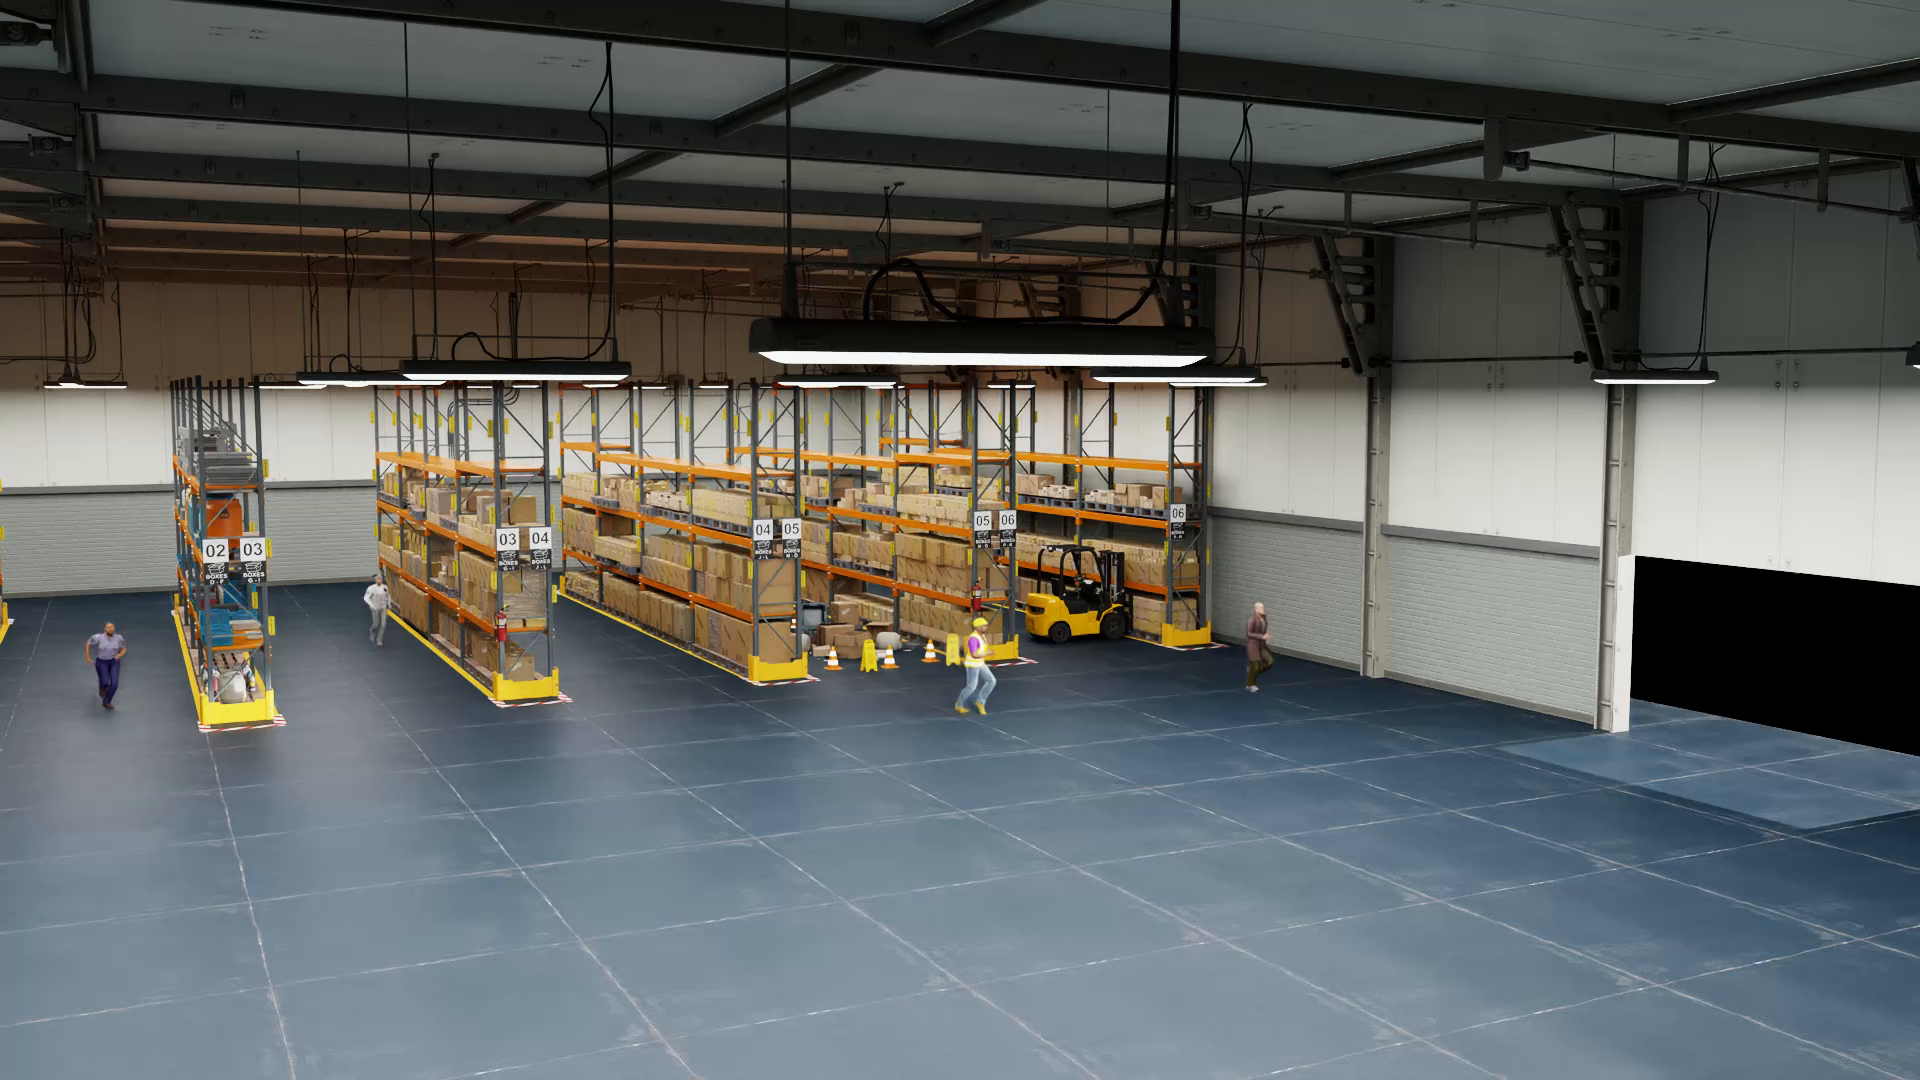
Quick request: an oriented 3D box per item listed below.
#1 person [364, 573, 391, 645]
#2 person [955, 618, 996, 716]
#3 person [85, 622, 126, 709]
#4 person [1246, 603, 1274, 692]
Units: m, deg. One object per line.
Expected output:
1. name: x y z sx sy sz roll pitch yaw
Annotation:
1. person: -13.151 1.553 37.629 0.601 1.652 0.543 -4 6 -37
2. person: 0.287 2.241 29.341 0.810 1.753 0.732 2 5 20
3. person: -15.408 2.272 30.058 0.645 1.600 0.623 -4 7 -39
4. person: 5.706 2.141 31.656 0.761 1.534 0.723 -4 7 -41
